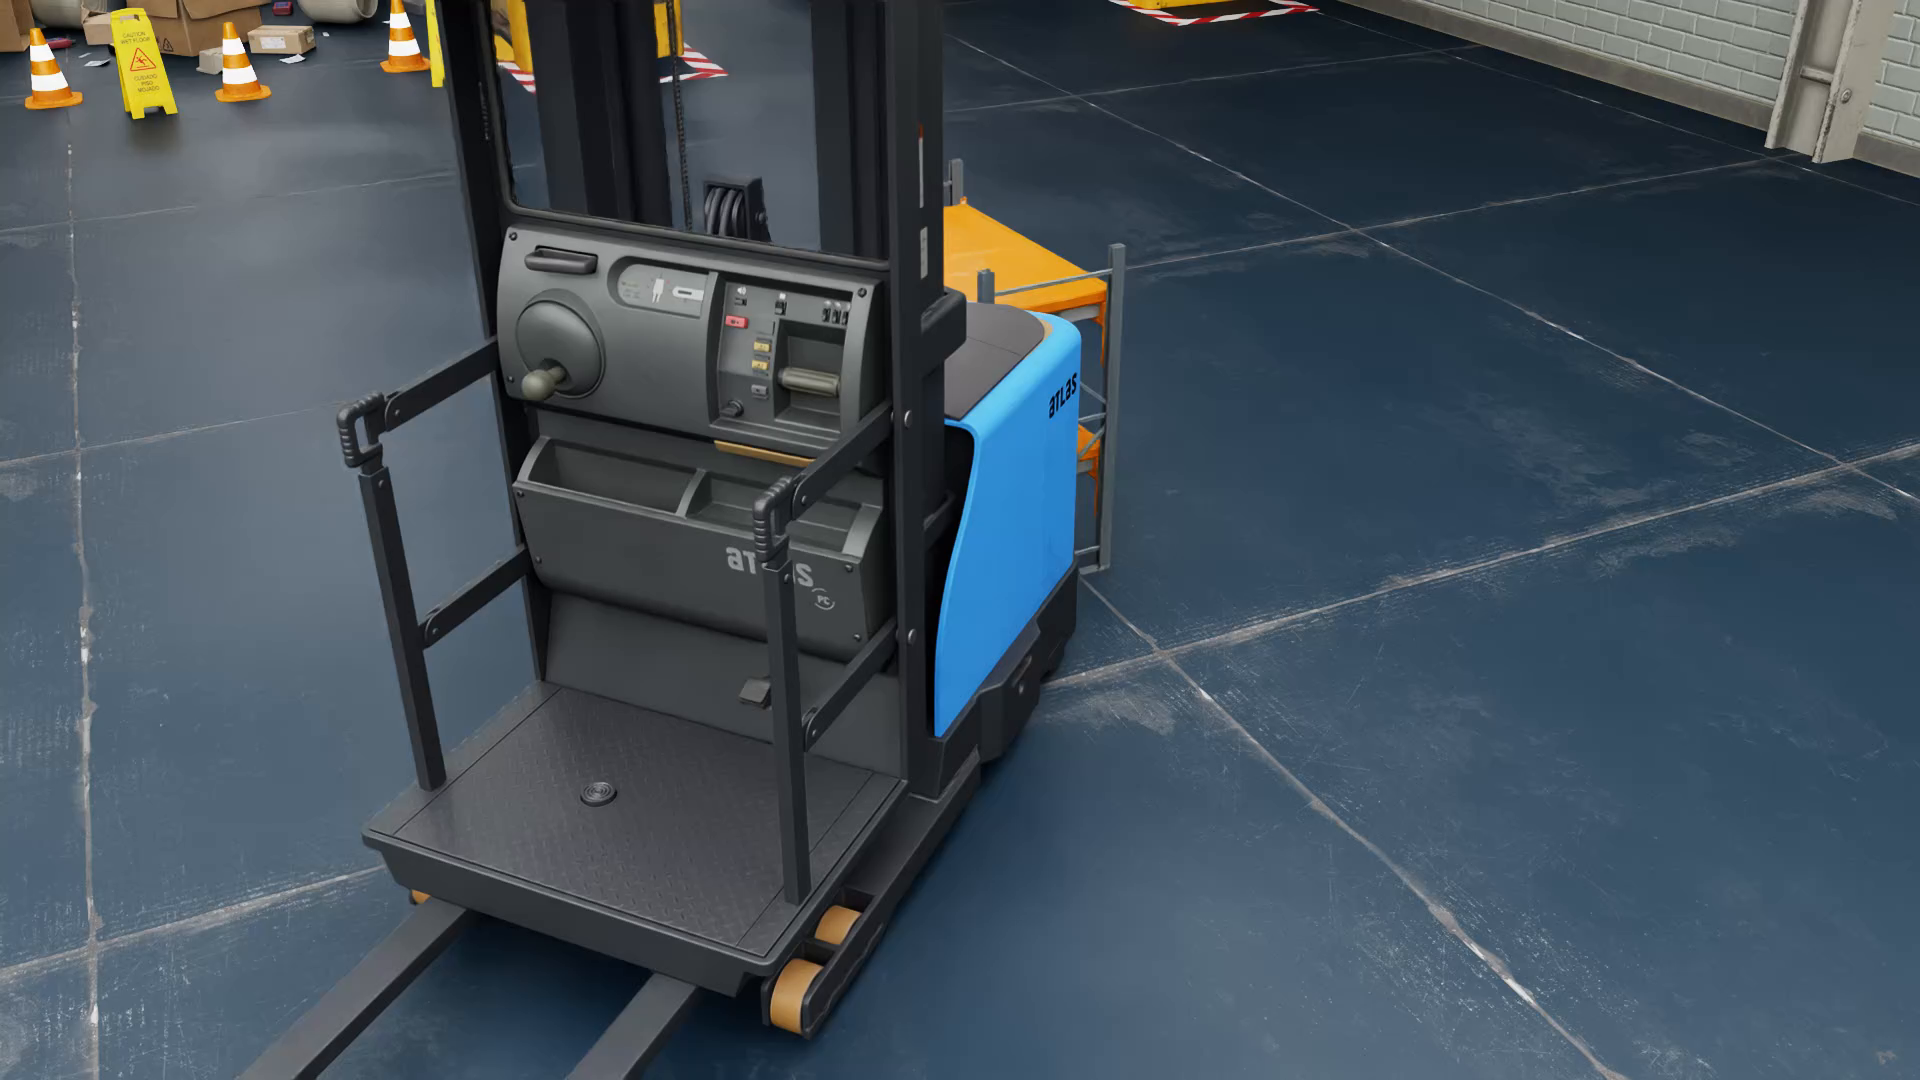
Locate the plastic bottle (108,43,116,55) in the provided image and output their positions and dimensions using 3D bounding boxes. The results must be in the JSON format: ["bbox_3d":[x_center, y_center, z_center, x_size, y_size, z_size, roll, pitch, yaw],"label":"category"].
[{"bbox_3d":[-6.071,-3.556,12.030,0.283,0.061,0.133,26,38,38],"label":"plastic bottle"}]

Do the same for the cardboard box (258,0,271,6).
[{"bbox_3d":[-5.843,-4.485,13.476,0.396,0.266,0.258,13,32,21],"label":"cardboard box"}]

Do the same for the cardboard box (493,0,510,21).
[{"bbox_3d":[-3.138,-4.016,12.227,0.500,0.250,0.500,-13,32,-22],"label":"cardboard box"}]

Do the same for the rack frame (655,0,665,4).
[{"bbox_3d":[-2.537,-4.721,11.102,1.000,3.000,0.127,-13,32,-22],"label":"rack frame"}]

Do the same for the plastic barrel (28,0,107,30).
[{"bbox_3d":[-6.809,-4.101,12.631,0.512,0.421,0.421,7,30,13],"label":"plastic barrel"}]

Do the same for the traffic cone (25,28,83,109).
[{"bbox_3d":[-5.910,-3.063,10.739,0.336,0.463,0.334,-13,32,-22],"label":"traffic cone"}]

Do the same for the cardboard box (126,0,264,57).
[{"bbox_3d":[-5.578,-3.876,12.148,0.637,0.503,0.797,13,32,21],"label":"cardboard box"}]

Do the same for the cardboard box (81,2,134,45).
[{"bbox_3d":[-6.280,-3.839,12.324,0.396,0.266,0.258,-8,30,-13],"label":"cardboard box"}]

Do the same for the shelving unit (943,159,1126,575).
[{"bbox_3d":[0.031,-0.566,5.609,0.538,1.125,1.048,-15,33,-25],"label":"shelving unit"}]

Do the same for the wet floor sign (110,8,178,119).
[{"bbox_3d":[-5.164,-3.013,10.463,0.267,0.644,0.232,-19,35,-30],"label":"wet floor sign"}]

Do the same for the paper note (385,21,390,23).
[{"bbox_3d":[-4.382,-4.032,12.908,0.148,0.019,0.142,26,38,38],"label":"paper note"}]

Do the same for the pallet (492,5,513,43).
[{"bbox_3d":[-2.887,-3.904,12.497,1.003,0.211,1.213,-13,32,-22],"label":"pallet"}]

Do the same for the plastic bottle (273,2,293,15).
[{"bbox_3d":[-5.394,-4.242,13.253,0.133,0.061,0.283,-8,30,-13],"label":"plastic bottle"}]

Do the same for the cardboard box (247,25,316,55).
[{"bbox_3d":[-4.924,-3.632,12.075,0.380,0.149,0.250,2,29,4],"label":"cardboard box"}]

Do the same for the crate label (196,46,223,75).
[{"bbox_3d":[-5.137,-3.342,11.571,0.298,0.136,0.250,19,34,30],"label":"crate label"}]

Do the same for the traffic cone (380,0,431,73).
[{"bbox_3d":[-3.887,-3.533,11.578,0.336,0.463,0.334,-13,32,-22],"label":"traffic cone"}]

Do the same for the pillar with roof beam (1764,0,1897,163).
[{"bbox_3d":[1.147,-5.324,6.044,9.100,9.000,0.400,-13,32,-22],"label":"pillar with roof beam"}]

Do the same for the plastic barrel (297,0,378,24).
[{"bbox_3d":[-4.791,-4.192,12.792,0.512,0.421,0.421,7,30,13],"label":"plastic barrel"}]

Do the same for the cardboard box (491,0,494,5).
[{"bbox_3d":[-3.343,-4.236,12.619,0.500,0.250,0.500,-13,32,-22],"label":"cardboard box"}]

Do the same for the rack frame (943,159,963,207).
[{"bbox_3d":[-0.214,-0.783,5.997,0.500,1.125,0.032,-15,33,-25],"label":"rack frame"}]

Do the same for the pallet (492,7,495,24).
[{"bbox_3d":[-3.407,-4.443,13.457,1.003,0.211,1.213,-13,32,-22],"label":"pallet"}]

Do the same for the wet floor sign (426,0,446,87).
[{"bbox_3d":[-3.422,-3.385,11.128,0.267,0.644,0.232,-3,29,-5],"label":"wet floor sign"}]

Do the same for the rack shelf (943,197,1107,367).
[{"bbox_3d":[0.031,-0.821,5.465,0.538,0.278,1.000,-15,33,-25],"label":"rack shelf"}]

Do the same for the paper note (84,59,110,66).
[{"bbox_3d":[-6.086,-3.372,11.734,0.144,0.017,0.142,-3,29,-5],"label":"paper note"}]

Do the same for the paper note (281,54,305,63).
[{"bbox_3d":[-4.741,-3.425,11.828,0.142,0.019,0.148,26,38,38],"label":"paper note"}]

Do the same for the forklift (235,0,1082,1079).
[{"bbox_3d":[-0.700,-0.403,3.471,1.130,2.935,3.031,12,31,21],"label":"forklift"}]

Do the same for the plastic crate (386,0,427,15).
[{"bbox_3d":[-4.321,-4.349,13.423,0.583,0.080,0.402,26,38,38],"label":"plastic crate"}]

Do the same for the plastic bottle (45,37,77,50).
[{"bbox_3d":[-6.624,-3.626,12.153,0.133,0.061,0.283,26,38,38],"label":"plastic bottle"}]

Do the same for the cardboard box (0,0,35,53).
[{"bbox_3d":[-7.089,-3.844,12.092,0.500,0.500,0.500,-8,30,-13],"label":"cardboard box"}]

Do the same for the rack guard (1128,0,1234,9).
[{"bbox_3d":[1.954,-4.664,13.556,1.175,0.500,0.348,-13,32,-22],"label":"rack guard"}]

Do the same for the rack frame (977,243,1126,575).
[{"bbox_3d":[0.277,-0.348,5.220,0.500,1.125,0.032,-15,33,-25],"label":"rack frame"}]

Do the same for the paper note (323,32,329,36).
[{"bbox_3d":[-4.784,-3.815,12.543,0.032,0.001,0.123,-13,32,-22],"label":"paper note"}]

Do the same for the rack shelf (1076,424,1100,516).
[{"bbox_3d":[0.031,-0.352,5.728,0.538,0.278,1.000,-15,33,-25],"label":"rack shelf"}]

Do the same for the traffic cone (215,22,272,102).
[{"bbox_3d":[-4.744,-3.150,10.895,0.336,0.463,0.334,-13,32,-22],"label":"traffic cone"}]

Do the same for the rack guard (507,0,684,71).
[{"bbox_3d":[-2.570,-3.664,11.773,1.175,0.500,0.348,-13,32,-22],"label":"rack guard"}]

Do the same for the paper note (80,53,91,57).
[{"bbox_3d":[-6.292,-3.486,11.957,0.032,0.001,0.123,2,29,4],"label":"paper note"}]
